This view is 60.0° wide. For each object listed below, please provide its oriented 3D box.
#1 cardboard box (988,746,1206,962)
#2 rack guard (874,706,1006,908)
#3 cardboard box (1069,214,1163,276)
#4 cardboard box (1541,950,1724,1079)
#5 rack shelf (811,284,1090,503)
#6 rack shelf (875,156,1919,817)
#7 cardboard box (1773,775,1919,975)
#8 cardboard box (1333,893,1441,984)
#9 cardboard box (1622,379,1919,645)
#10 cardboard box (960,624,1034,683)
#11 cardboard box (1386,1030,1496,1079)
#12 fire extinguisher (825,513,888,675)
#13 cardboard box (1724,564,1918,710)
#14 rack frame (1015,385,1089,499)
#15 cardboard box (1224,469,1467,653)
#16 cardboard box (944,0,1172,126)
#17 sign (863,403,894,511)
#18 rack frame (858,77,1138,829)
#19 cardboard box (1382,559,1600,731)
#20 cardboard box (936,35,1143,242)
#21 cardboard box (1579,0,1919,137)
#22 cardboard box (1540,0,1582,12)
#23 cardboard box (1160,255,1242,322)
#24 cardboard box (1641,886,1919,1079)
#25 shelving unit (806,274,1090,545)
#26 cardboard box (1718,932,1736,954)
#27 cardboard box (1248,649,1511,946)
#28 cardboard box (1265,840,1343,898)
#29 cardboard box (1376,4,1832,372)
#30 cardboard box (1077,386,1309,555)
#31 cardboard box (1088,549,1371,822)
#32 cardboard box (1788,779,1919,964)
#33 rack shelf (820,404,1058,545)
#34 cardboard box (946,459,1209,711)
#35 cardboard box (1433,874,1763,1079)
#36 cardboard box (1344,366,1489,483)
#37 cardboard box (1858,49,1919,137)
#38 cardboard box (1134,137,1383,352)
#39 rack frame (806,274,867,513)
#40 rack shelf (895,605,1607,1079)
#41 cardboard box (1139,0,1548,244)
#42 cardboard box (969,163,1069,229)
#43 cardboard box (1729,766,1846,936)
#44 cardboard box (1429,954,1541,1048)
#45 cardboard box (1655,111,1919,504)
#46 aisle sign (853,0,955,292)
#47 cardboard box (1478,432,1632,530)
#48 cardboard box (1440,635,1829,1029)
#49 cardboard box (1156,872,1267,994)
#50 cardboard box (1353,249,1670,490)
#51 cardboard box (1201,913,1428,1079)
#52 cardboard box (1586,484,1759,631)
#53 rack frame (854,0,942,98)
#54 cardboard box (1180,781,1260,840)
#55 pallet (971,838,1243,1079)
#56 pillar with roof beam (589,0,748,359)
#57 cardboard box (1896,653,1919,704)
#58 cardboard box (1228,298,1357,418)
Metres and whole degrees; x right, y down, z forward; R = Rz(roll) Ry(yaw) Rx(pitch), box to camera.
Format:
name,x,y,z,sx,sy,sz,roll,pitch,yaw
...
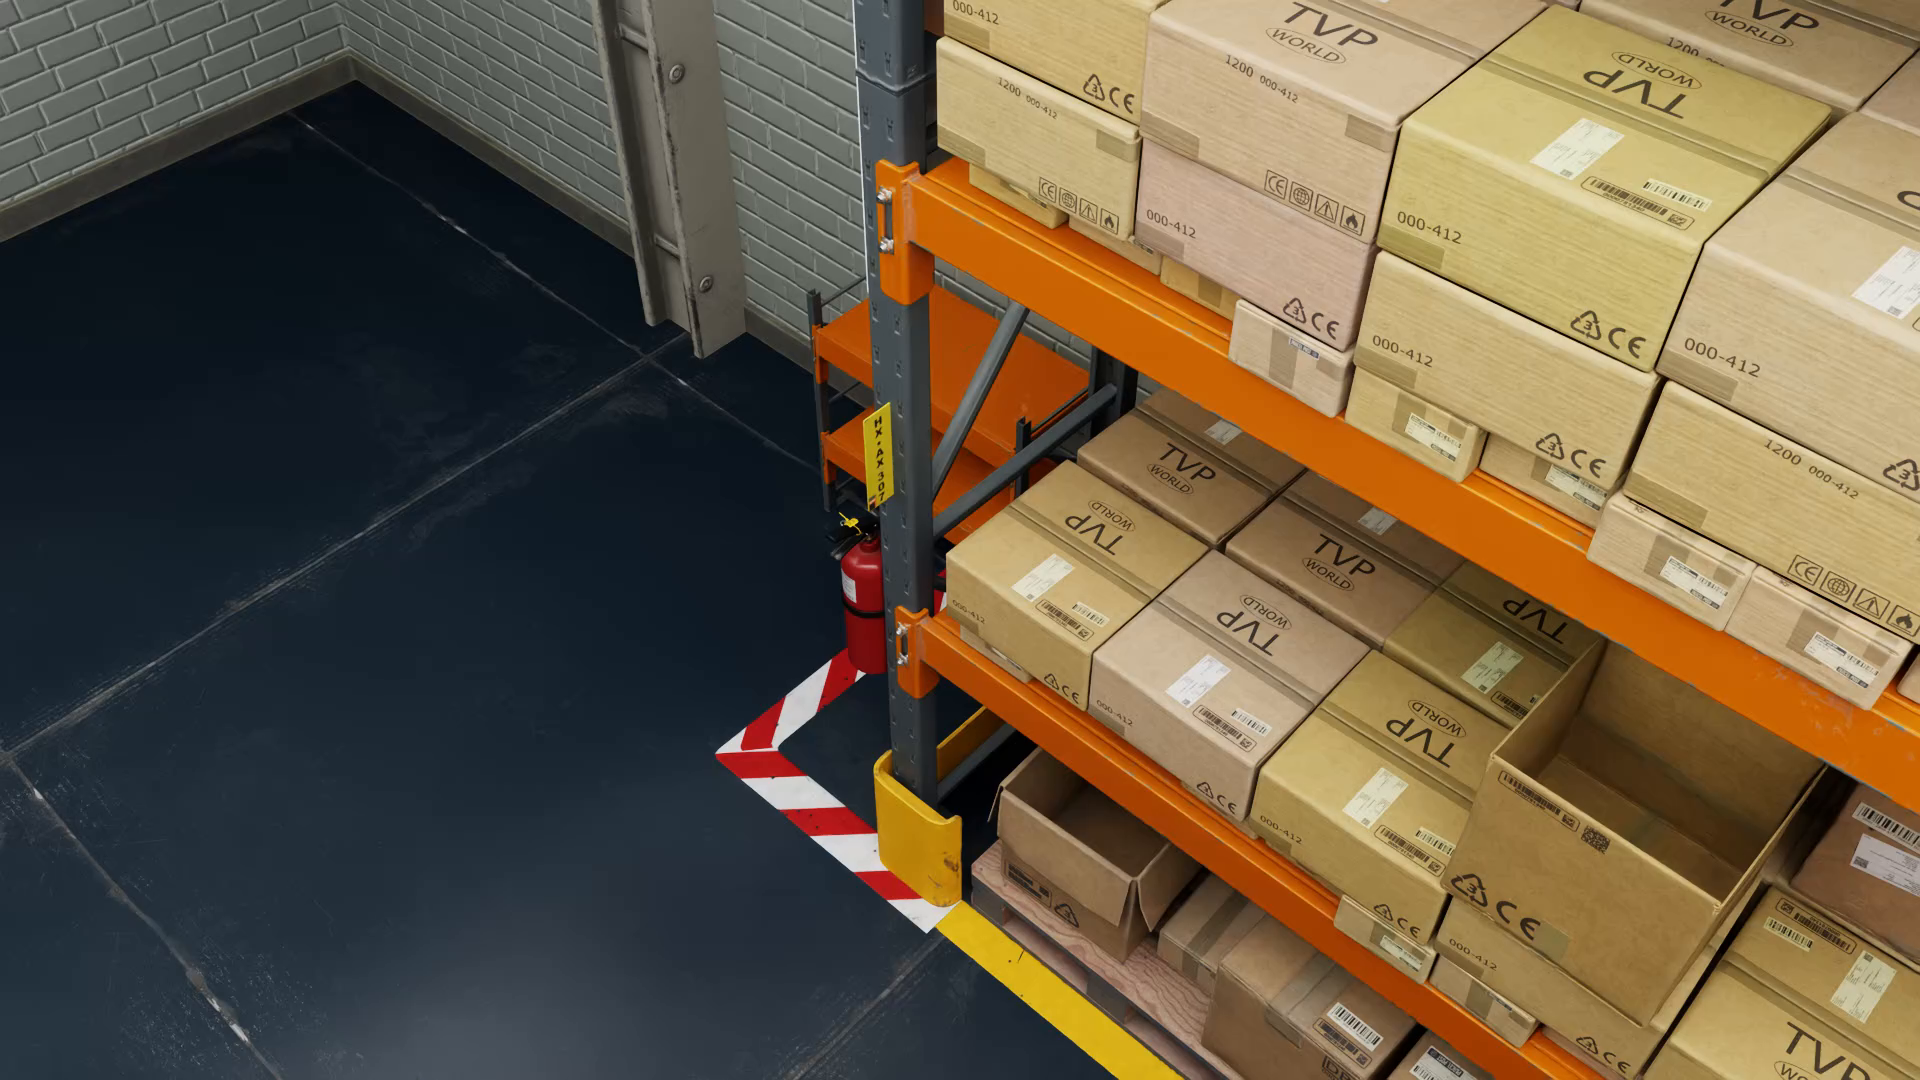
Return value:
name,x,y,z,sx,sy,sz,roll,pitch,yaw
cardboard box,0.546,0.857,5.312,0.637,0.503,0.797,32,54,26
rack guard,0.217,0.686,5.763,0.348,0.500,1.175,34,55,28
cardboard box,0.448,-0.750,3.511,0.250,0.149,0.380,35,56,28
cardboard box,1.573,1.062,3.868,0.250,0.149,0.380,34,55,28
rack shelf,-0.005,-0.588,6.129,1.000,0.278,0.538,34,55,28
rack shelf,1.631,0.001,3.127,4.000,0.370,1.077,34,55,28
cardboard box,2.168,0.830,3.812,0.500,0.250,0.500,35,56,28
cardboard box,1.129,0.852,4.065,0.250,0.149,0.380,32,55,27
cardboard box,1.453,-0.175,2.698,0.500,0.250,0.500,33,55,27
cardboard box,0.216,0.189,4.688,0.250,0.149,0.380,34,55,27
cardboard box,1.469,1.617,4.601,0.500,0.500,0.500,35,56,28
fire extinguisher,-0.261,0.122,4.887,0.183,0.674,0.296,34,55,28
cardboard box,1.484,0.065,2.746,0.250,0.149,0.380,35,56,28
rack frame,0.369,-0.137,6.107,0.032,1.125,0.500,34,55,28
cardboard box,1.057,0.083,4.513,0.500,0.250,0.500,34,55,28
cardboard box,0.317,-1.101,3.225,0.500,0.250,0.500,33,55,27
sign,-0.207,-0.213,4.298,0.005,0.325,0.100,34,55,28
rack frame,0.161,-0.207,4.887,0.127,3.000,1.000,34,55,28
cardboard box,1.418,0.331,4.281,0.500,0.250,0.500,36,56,29
cardboard box,0.302,-0.918,3.396,0.500,0.250,0.500,33,55,27
cardboard box,1.444,-0.878,3.015,0.500,0.250,0.500,34,56,28
cardboard box,1.059,-1.128,3.249,0.500,0.250,0.500,32,55,27
cardboard box,0.625,-0.614,3.384,0.250,0.149,0.380,34,56,28
cardboard box,1.825,1.106,3.553,0.500,0.250,0.500,34,55,27
shelving unit,-0.005,-0.387,6.342,1.048,1.125,0.538,34,55,28
cardboard box,1.876,0.807,4.107,0.250,0.149,0.380,36,56,29
cardboard box,1.057,0.609,4.019,0.500,0.250,0.500,33,55,27
cardboard box,0.995,0.687,4.220,0.250,0.149,0.380,35,56,28
cardboard box,1.056,-0.599,2.753,0.500,0.250,0.500,33,55,27
cardboard box,0.679,-0.172,4.753,0.500,0.250,0.500,36,56,29
cardboard box,0.682,0.360,4.253,0.500,0.250,0.500,35,56,28
cardboard box,2.186,0.585,3.528,0.500,0.500,0.500,32,55,27
rack shelf,-0.005,-0.220,6.520,1.000,0.278,0.538,34,55,28
cardboard box,0.312,0.111,4.487,0.500,0.250,0.500,34,56,28
cardboard box,1.447,0.851,3.793,0.500,0.250,0.500,33,55,27
cardboard box,0.935,-0.310,3.098,0.250,0.149,0.380,34,55,28
cardboard box,1.794,-0.617,2.770,0.500,0.250,0.500,34,55,28
cardboard box,0.689,-0.678,3.170,0.500,0.250,0.500,35,56,28
rack frame,-0.380,-0.638,6.578,0.032,1.125,0.500,34,55,28
rack shelf,1.631,1.028,4.221,4.000,0.370,1.077,34,55,28
cardboard box,0.678,-0.840,2.979,0.500,0.250,0.500,34,55,27
cardboard box,0.237,-0.866,3.620,0.250,0.149,0.380,35,56,28
cardboard box,1.802,0.589,4.038,0.500,0.250,0.500,34,55,28
cardboard box,1.337,0.971,3.953,0.250,0.149,0.380,35,56,28
cardboard box,1.437,-0.352,2.521,0.500,0.250,0.500,35,56,29
aisle sign,-0.088,-0.973,3.823,0.004,0.787,0.394,34,55,28
cardboard box,1.159,-0.221,3.014,0.250,0.149,0.380,33,55,27
cardboard box,1.414,0.596,3.517,0.500,0.500,0.500,35,56,28
cardboard box,0.832,1.209,5.225,0.250,0.149,0.380,32,54,26
cardboard box,1.057,-0.418,2.927,0.500,0.250,0.500,32,55,27
cardboard box,1.148,1.302,4.897,0.700,0.500,0.500,-36,56,-29
cardboard box,1.298,-0.056,2.859,0.250,0.149,0.380,34,55,28
rack frame,0.161,-2.260,2.700,0.127,3.000,1.000,34,55,28
cardboard box,0.796,0.559,4.340,0.250,0.149,0.380,36,56,29
pallet,0.803,1.179,5.499,1.213,0.211,1.003,34,55,28
pillar with roof beam,-4.129,-1.770,2.239,0.400,9.000,9.100,34,55,28
cardboard box,1.723,0.157,2.659,0.250,0.149,0.380,34,56,28
cardboard box,0.738,-0.436,3.216,0.250,0.149,0.380,35,56,28
